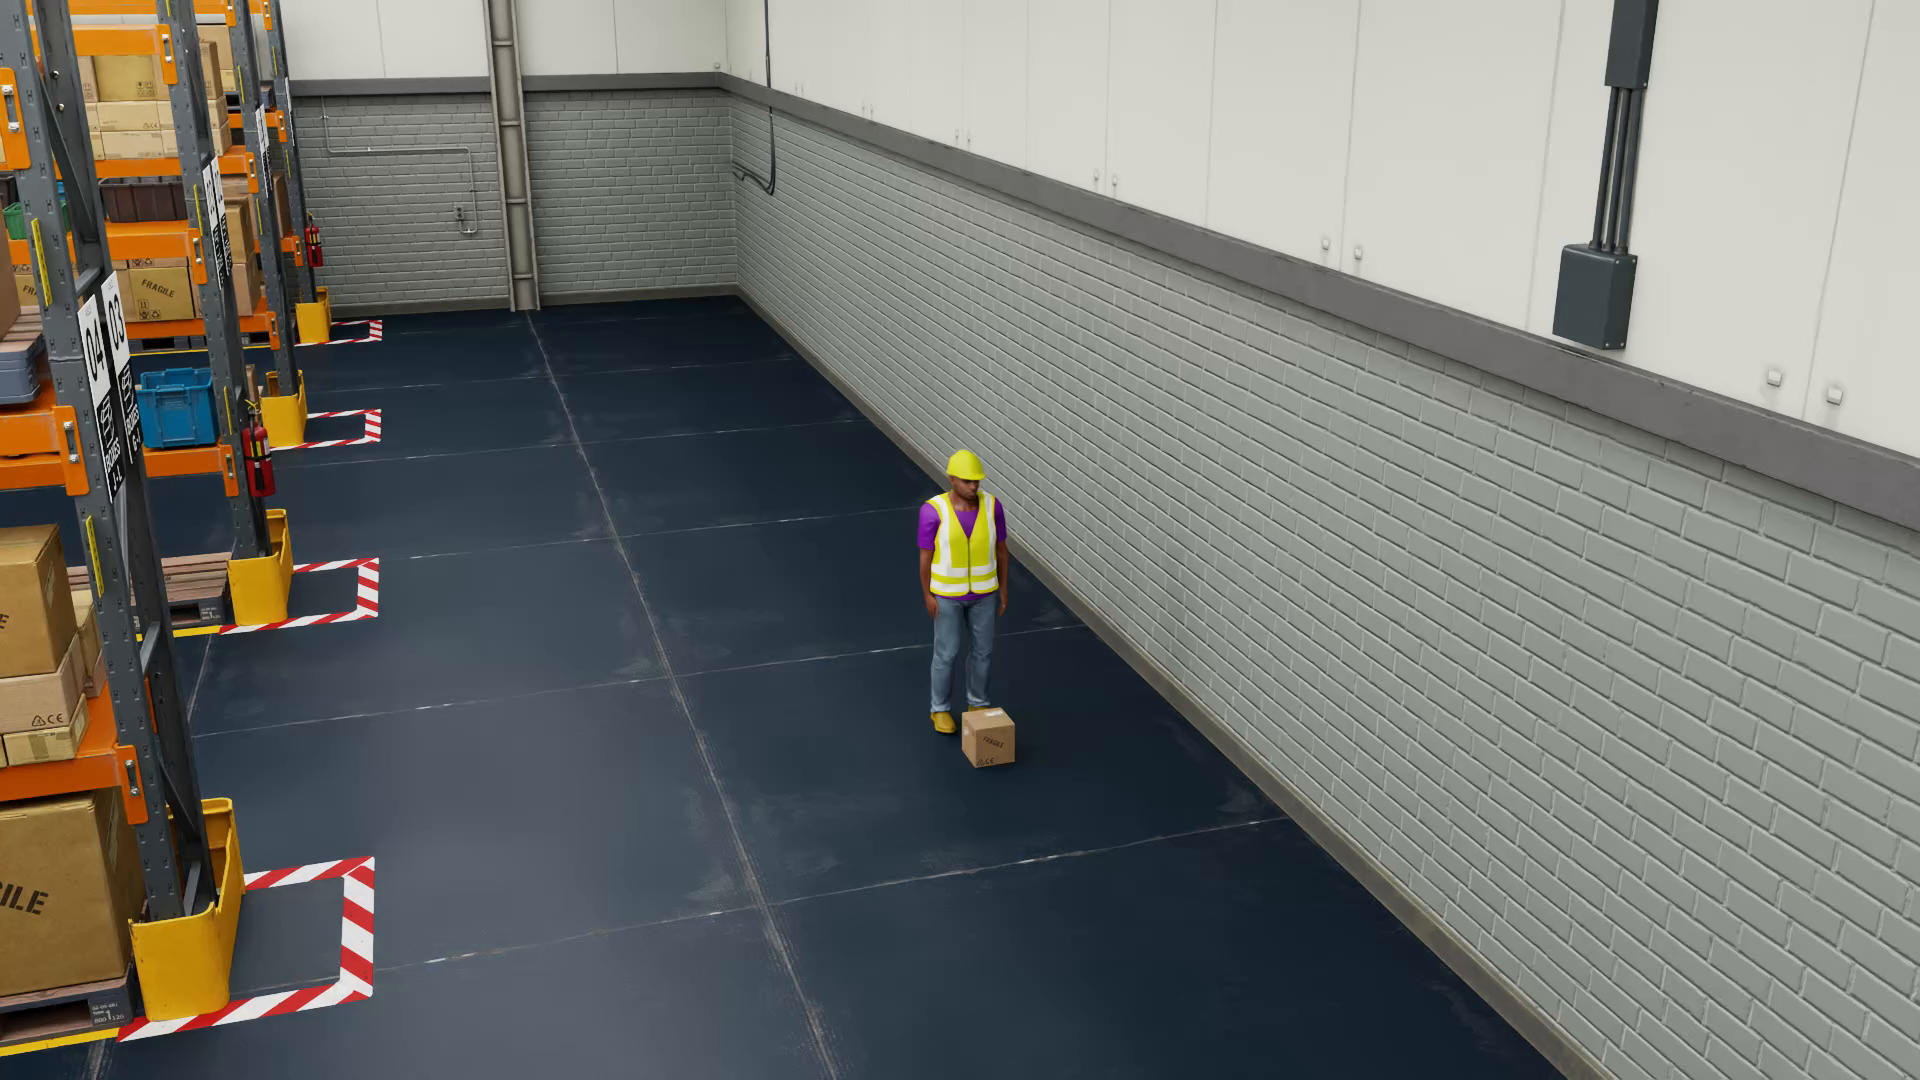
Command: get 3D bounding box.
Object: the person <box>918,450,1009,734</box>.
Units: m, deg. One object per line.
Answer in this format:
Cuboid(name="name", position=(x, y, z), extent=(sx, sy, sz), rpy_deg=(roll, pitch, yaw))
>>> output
Cuboid(name="person", position=(0.031, 0.308, 10.144), extent=(0.564, 1.762, 0.357), rpy_deg=(-6, 20, -16))
